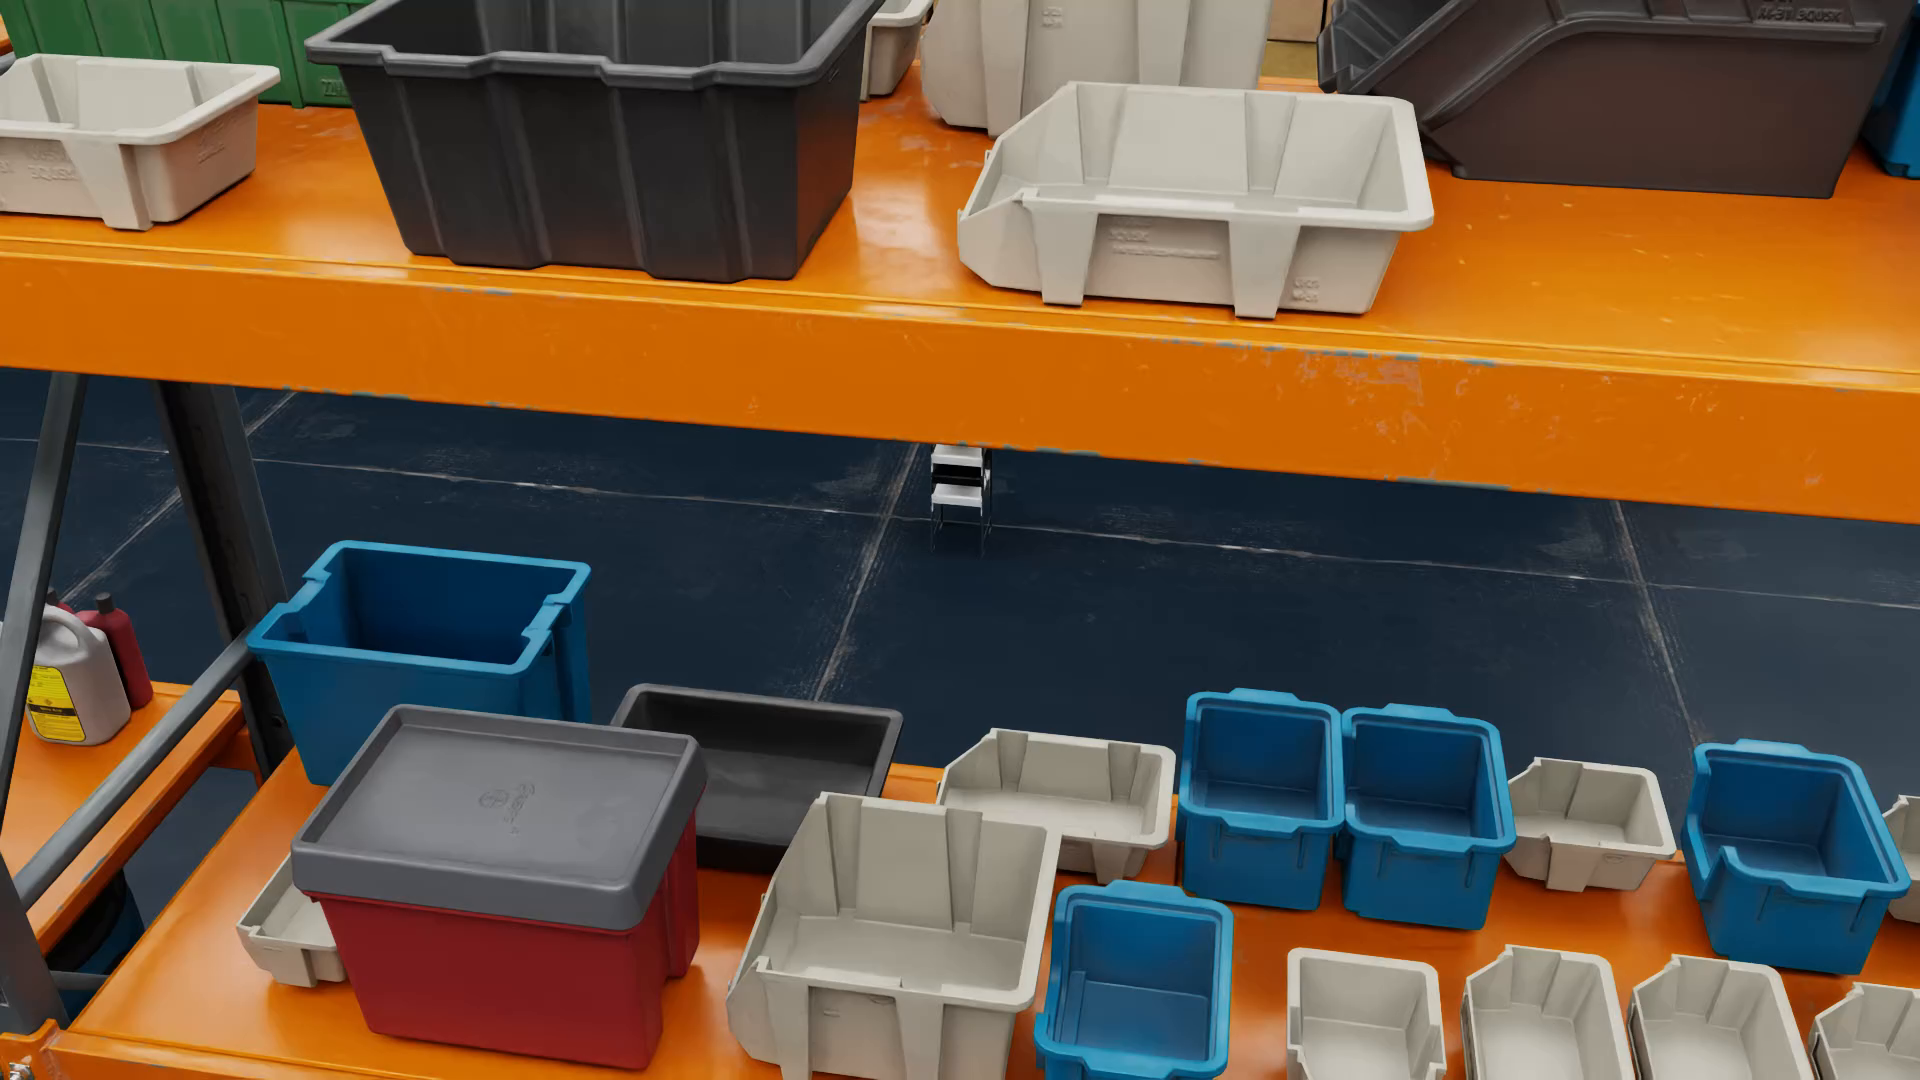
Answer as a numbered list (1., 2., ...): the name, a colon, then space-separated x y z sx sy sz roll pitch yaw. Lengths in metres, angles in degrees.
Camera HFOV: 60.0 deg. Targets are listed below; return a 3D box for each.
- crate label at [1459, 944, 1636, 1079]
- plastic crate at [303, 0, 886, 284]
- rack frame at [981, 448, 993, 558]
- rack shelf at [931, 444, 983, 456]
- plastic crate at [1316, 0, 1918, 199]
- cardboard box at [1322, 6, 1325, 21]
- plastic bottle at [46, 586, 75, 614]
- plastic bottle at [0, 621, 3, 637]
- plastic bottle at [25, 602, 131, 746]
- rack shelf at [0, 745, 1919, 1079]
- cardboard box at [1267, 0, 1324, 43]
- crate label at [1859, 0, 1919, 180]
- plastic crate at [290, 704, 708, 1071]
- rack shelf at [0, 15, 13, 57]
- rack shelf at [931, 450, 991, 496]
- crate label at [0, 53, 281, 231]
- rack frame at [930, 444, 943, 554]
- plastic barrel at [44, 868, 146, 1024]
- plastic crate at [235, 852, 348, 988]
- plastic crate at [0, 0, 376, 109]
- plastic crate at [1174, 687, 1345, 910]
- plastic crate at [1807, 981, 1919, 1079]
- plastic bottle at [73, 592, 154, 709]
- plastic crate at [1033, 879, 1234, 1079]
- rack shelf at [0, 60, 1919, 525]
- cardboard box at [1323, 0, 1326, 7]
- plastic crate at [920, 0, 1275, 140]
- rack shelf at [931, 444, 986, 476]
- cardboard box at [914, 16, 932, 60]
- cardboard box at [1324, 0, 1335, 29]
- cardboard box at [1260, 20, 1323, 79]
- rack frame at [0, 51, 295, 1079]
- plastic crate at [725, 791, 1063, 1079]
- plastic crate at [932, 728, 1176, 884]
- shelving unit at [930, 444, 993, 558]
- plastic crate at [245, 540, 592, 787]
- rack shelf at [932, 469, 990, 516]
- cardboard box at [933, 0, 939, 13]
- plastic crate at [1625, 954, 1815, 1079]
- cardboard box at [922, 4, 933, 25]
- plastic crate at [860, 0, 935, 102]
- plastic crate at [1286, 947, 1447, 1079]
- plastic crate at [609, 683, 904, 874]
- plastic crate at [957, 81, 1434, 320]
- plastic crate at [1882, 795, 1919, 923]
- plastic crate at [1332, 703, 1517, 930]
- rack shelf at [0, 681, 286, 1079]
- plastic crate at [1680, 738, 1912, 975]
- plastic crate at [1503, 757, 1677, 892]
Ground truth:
1. crate label: 0.959 0.864 2.735 0.243 0.136 0.396 5 32 8
2. plastic crate: -0.410 -0.518 2.047 0.590 0.269 0.497 5 32 8
3. rack frame: 0.108 -0.372 6.496 0.006 0.900 0.240 5 32 8
4. rack shelf: 0.008 -0.429 6.480 0.200 0.077 0.258 5 32 8
5. plastic crate: 0.895 -0.725 2.312 0.767 0.338 0.504 5 32 8
6. cardboard box: 1.795 -2.099 7.182 0.500 0.500 0.500 5 32 8
7. plastic bottle: -2.009 0.225 3.673 0.133 0.283 0.061 5 32 8
8. plastic bottle: -2.126 0.259 3.696 0.097 0.201 0.097 0 32 0
9. plastic bottle: -1.920 0.260 3.554 0.185 0.351 0.144 5 32 8
10. rack shelf: 0.383 0.927 3.120 4.000 0.370 1.077 5 32 8
11. cardboard box: 1.191 -2.286 6.538 0.500 0.500 0.500 6 33 10
12. crate label: 1.500 -0.659 2.289 0.502 0.251 0.408 5 32 8
13. plastic crate: -0.750 0.602 2.844 0.583 0.464 0.402 5 32 8
14. rack shelf: -3.560 -0.701 2.894 4.000 0.370 1.077 5 32 8
15. rack shelf: 0.008 -0.276 6.576 0.200 0.077 0.258 5 32 8
16. crate label: -1.154 -0.521 2.177 0.466 0.136 0.293 5 32 8
17. rack frame: -0.092 -0.390 6.525 0.006 0.900 0.240 5 32 8
18. plastic barrel: -2.121 1.098 3.751 0.708 0.901 0.600 5 32 8
19. plastic crate: -1.153 0.646 3.082 0.243 0.136 0.396 5 32 8
20. plastic crate: -1.120 -0.858 2.666 0.662 0.188 0.450 5 32 8
21. plastic crate: 0.573 0.508 3.213 0.300 0.233 0.416 5 32 8
22. plastic crate: 1.521 0.909 2.663 0.243 0.136 0.396 5 32 8
23. plastic bottle: -1.878 0.237 3.654 0.133 0.283 0.061 5 32 8
24. plastic crate: 0.287 0.797 2.751 0.300 0.233 0.416 5 32 8
25. rack shelf: 0.383 -0.344 2.324 4.000 0.370 1.077 5 32 8
26. cardboard box: 1.790 -2.523 6.917 0.500 0.500 0.500 6 32 9
27. plastic crate: 0.222 -0.780 2.453 0.530 0.282 0.437 5 32 8
28. rack shelf: 0.008 -0.352 6.528 0.200 0.077 0.258 5 32 8
29. cardboard box: -0.294 -2.001 7.025 0.500 0.500 0.500 6 33 9
30. cardboard box: 1.697 -2.240 6.465 0.500 0.500 0.500 6 33 10
31. cardboard box: 1.205 -1.866 6.810 0.500 0.500 0.500 5 32 8
32. rack frame: -1.589 0.445 3.211 0.053 2.616 0.949 5 32 8
33. plastic crate: -0.114 0.701 2.858 0.530 0.282 0.437 5 32 8
34. plastic crate: 0.179 0.528 3.271 0.466 0.136 0.293 5 32 8
35. shelving unit: 0.008 -0.381 6.510 0.210 0.900 0.258 5 32 8
36. plastic crate: -1.070 0.288 3.421 0.575 0.384 0.392 5 32 8
37. rack shelf: 0.008 -0.200 6.623 0.200 0.077 0.258 5 32 8
38. cardboard box: 0.175 -2.378 6.685 0.500 0.500 0.500 4 32 7
39. plastic crate: 1.237 0.876 2.716 0.243 0.136 0.396 5 32 8
40. cardboard box: -0.334 -2.424 6.758 0.500 0.500 0.500 6 33 9
41. plastic crate: -0.270 -0.801 2.625 0.466 0.136 0.293 5 32 8
42. plastic crate: 0.664 0.847 2.762 0.250 0.136 0.298 5 32 8
43. plastic crate: -0.439 0.494 3.336 0.590 0.125 0.437 5 32 8
44. plastic crate: 0.276 -0.414 2.005 0.530 0.136 0.437 5 32 8
45. plastic crate: 1.865 0.621 3.123 0.298 0.136 0.250 5 32 8
46. plastic crate: 0.869 0.535 3.170 0.300 0.233 0.416 5 32 8
47. rack shelf: -3.560 0.570 3.690 4.000 0.370 1.077 5 32 8
48. plastic crate: 1.518 0.593 3.076 0.300 0.233 0.416 5 32 8
49. plastic crate: 1.196 0.560 3.219 0.298 0.136 0.250 5 32 8
